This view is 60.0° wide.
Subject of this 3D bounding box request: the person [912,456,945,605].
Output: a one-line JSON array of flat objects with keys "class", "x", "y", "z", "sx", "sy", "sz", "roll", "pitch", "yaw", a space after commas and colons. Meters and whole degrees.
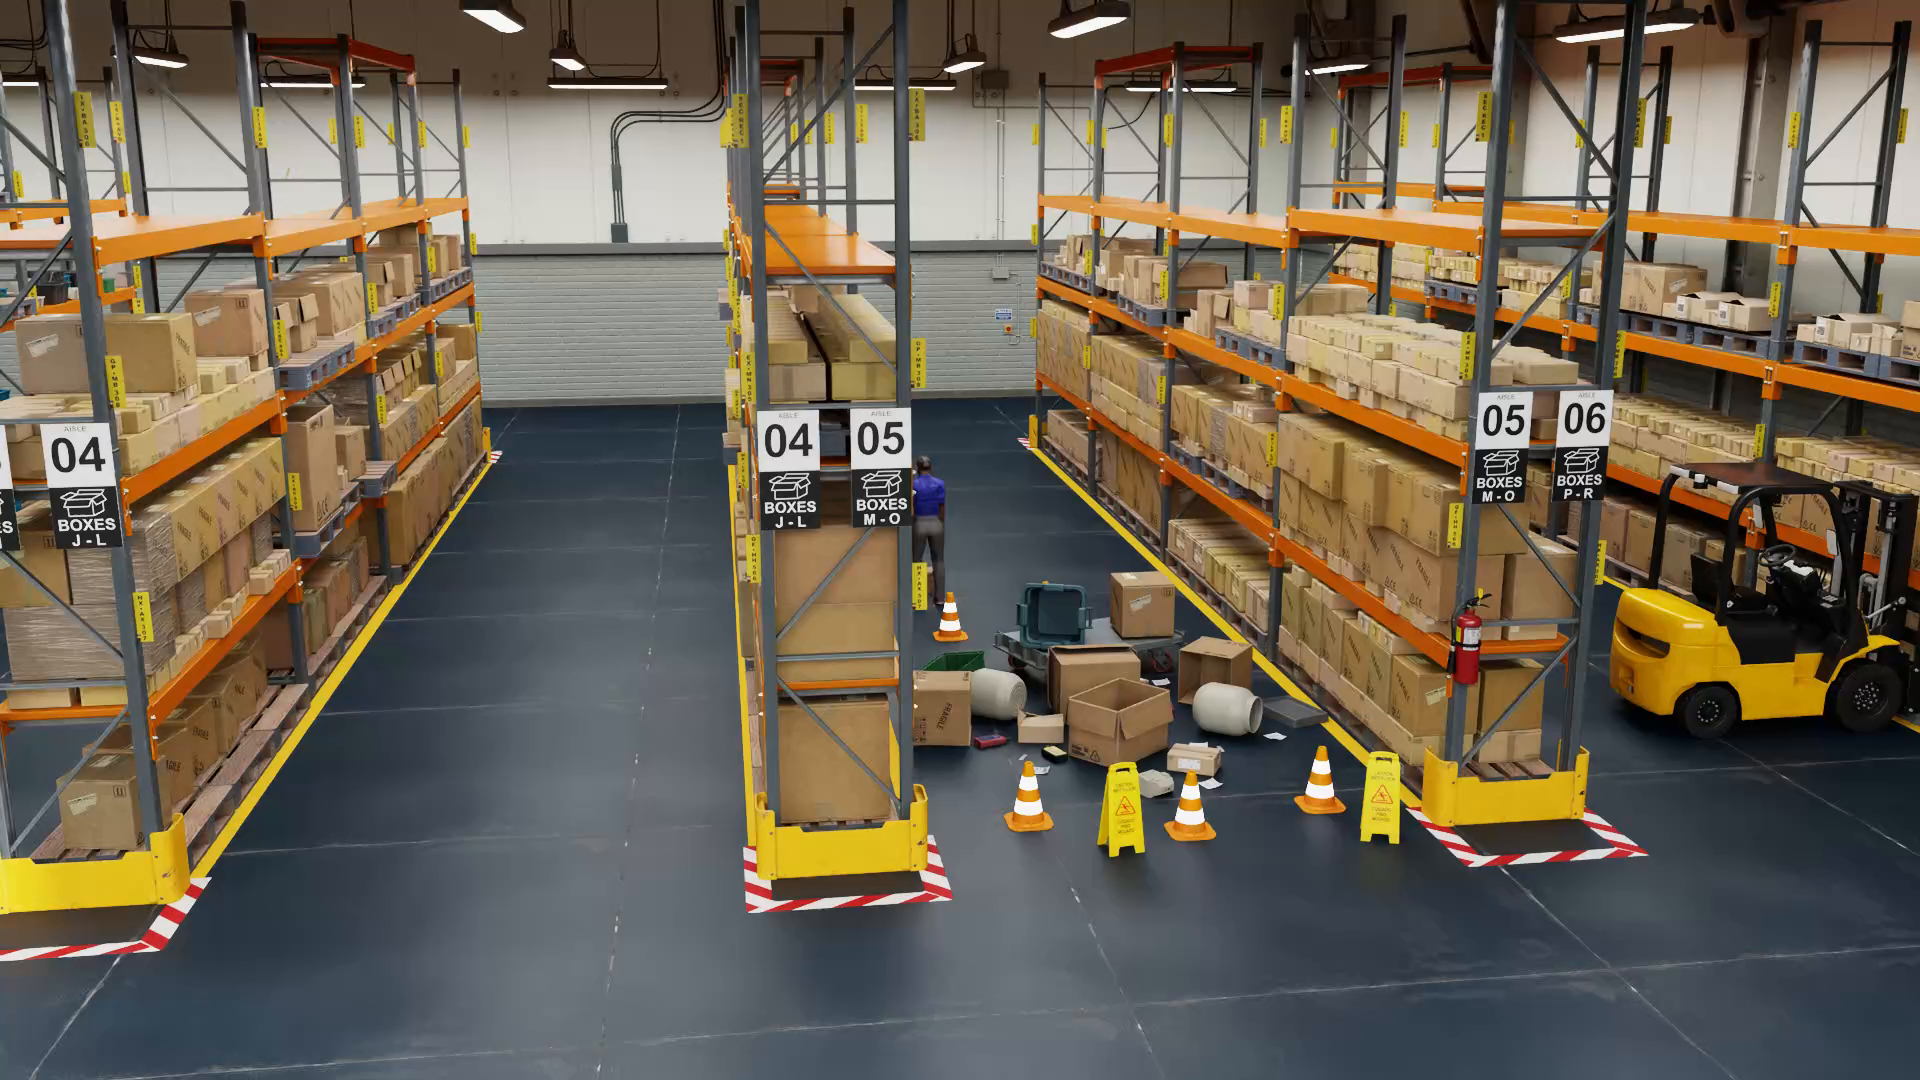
[{"class": "person", "x": -0.383, "y": -0.093, "z": 17.979, "sx": 0.447, "sy": 1.631, "sz": 0.337, "roll": -2, "pitch": 13, "yaw": -7}]
